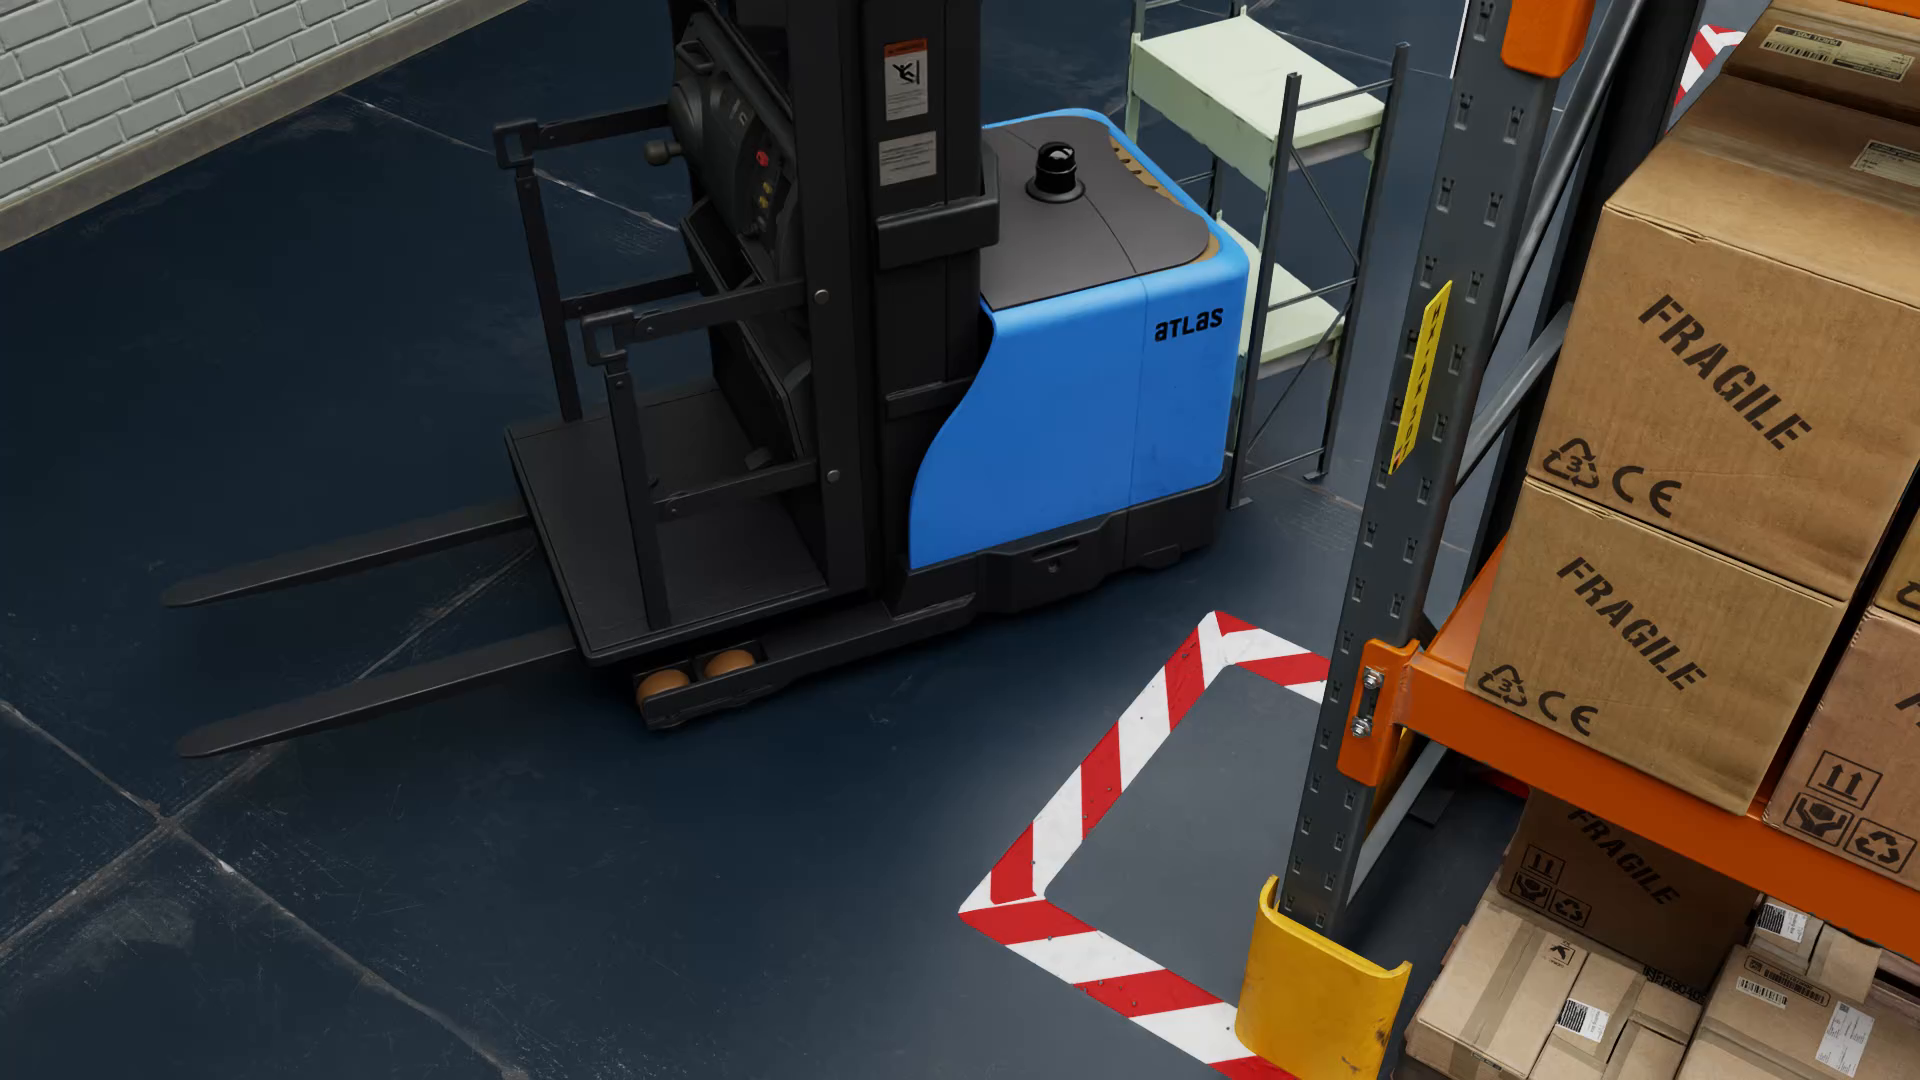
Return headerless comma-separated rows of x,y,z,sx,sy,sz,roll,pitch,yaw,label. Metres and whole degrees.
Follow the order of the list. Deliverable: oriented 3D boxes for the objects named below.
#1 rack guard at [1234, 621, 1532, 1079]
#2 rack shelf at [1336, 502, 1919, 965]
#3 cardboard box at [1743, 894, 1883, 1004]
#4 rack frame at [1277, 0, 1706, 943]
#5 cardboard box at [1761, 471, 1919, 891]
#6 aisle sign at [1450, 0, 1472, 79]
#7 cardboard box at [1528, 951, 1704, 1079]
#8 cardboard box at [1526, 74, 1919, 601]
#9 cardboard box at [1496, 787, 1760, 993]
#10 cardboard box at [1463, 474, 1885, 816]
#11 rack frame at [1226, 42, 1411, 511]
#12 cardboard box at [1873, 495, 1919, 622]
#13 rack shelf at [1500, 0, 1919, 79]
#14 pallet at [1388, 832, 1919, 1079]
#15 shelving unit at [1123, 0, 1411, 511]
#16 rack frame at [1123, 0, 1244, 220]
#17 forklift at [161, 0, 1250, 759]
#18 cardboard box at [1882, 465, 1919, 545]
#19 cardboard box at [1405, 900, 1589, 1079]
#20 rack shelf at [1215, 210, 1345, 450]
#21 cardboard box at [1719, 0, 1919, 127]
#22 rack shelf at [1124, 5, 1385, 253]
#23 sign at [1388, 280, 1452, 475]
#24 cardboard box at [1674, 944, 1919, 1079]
1.103,0.734,4.055,0.348,0.500,1.175,25,48,25,rack guard
2.678,0.807,2.638,4.000,0.370,1.077,25,48,25,rack shelf
1.907,0.943,3.742,0.250,0.166,0.380,25,48,25,cardboard box
1.040,-0.227,3.254,0.127,3.000,1.000,25,48,25,rack frame
1.678,0.244,2.653,0.500,0.500,0.500,25,47,25,cardboard box
0.816,-1.062,2.237,0.004,0.787,0.394,25,48,25,aisle sign
1.391,1.109,3.556,0.250,0.166,0.380,25,48,25,cardboard box
1.252,-0.323,2.537,0.500,0.500,0.500,27,48,27,cardboard box
1.627,0.614,3.859,0.500,0.500,0.500,25,48,25,cardboard box
1.252,0.050,2.870,0.500,0.500,0.500,26,48,26,cardboard box
1.039,-0.723,4.933,0.400,1.500,0.023,-20,46,-21,rack frame
1.685,-0.127,2.318,0.500,0.500,0.500,26,48,26,cardboard box
2.678,-0.311,1.638,4.000,0.370,1.077,25,48,25,rack shelf
1.756,1.146,3.811,1.213,0.211,1.003,25,48,25,pallet
0.864,-0.937,5.172,0.431,1.500,0.755,-20,46,-21,shelving unit
0.688,-1.151,5.412,0.400,1.500,0.023,-20,46,-21,rack frame
-0.757,-0.969,4.134,3.031,2.935,1.130,-16,44,-17,forklift
1.990,-0.045,2.975,0.500,0.500,0.500,25,48,26,cardboard box
1.186,1.019,3.669,0.250,0.149,0.380,25,48,25,cardboard box
0.864,-0.694,5.390,0.431,0.370,0.720,-20,46,-21,rack shelf
1.563,-0.617,2.865,0.500,0.500,0.500,25,47,25,cardboard box
0.864,-1.228,4.912,0.431,0.370,0.720,-20,46,-21,rack shelf
0.729,-0.253,2.634,0.005,0.325,0.100,25,48,25,sign
1.732,1.188,3.405,0.500,0.250,0.500,25,48,25,cardboard box
